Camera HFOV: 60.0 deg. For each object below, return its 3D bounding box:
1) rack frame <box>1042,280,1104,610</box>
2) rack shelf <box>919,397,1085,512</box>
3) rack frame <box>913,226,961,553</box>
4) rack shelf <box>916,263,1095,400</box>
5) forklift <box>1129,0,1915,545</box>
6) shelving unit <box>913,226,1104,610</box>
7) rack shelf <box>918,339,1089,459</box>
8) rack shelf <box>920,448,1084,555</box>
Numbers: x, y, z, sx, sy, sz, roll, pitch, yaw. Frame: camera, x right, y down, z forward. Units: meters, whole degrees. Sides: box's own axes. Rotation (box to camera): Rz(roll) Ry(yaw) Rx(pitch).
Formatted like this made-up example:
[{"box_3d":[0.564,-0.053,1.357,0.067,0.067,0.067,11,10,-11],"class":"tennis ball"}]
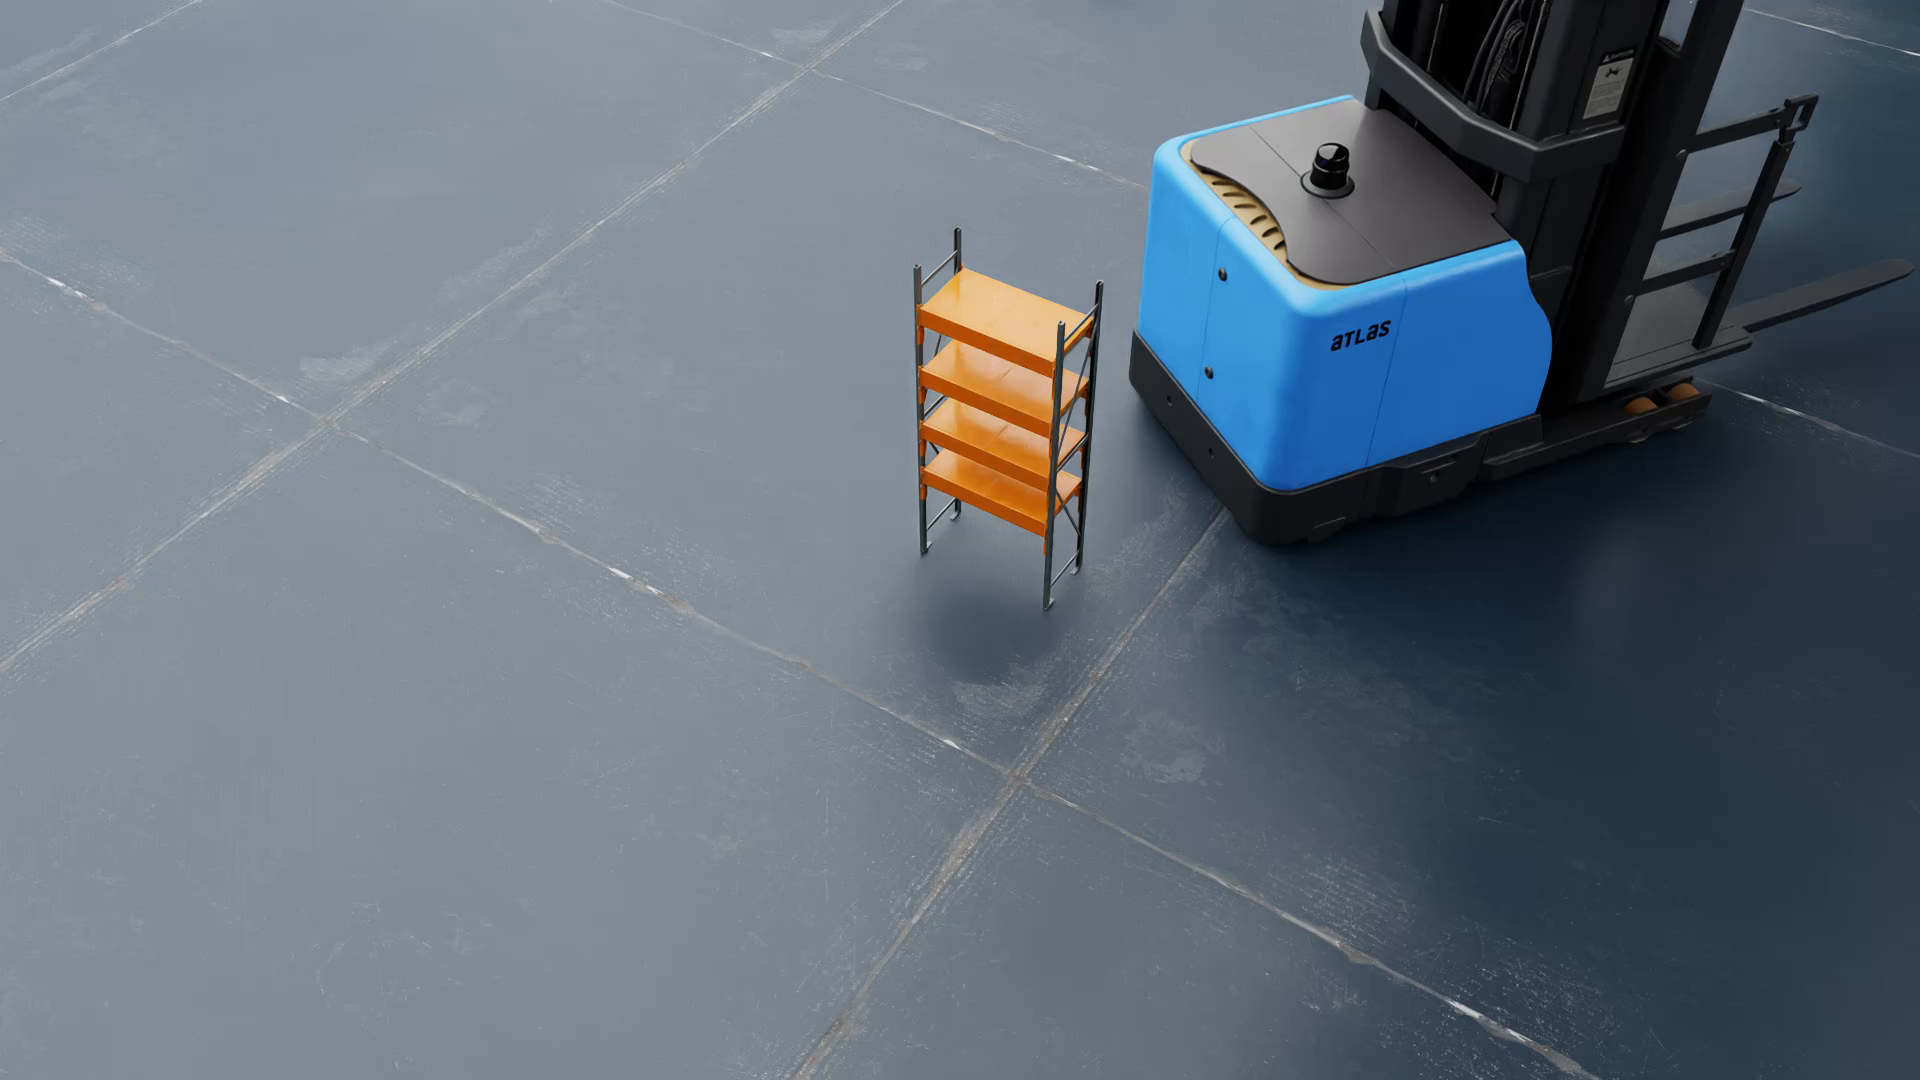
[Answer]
[{"box_3d":[0.345,-0.260,5.166,0.015,1.200,0.240,25,51,22],"class":"rack frame"},{"box_3d":[0.139,-0.307,5.306,0.480,0.148,0.258,25,51,22],"class":"rack shelf"},{"box_3d":[-0.066,-0.449,5.349,0.015,1.200,0.240,25,51,22],"class":"rack frame"},{"box_3d":[0.139,-0.628,4.976,0.480,0.148,0.258,25,51,22],"class":"rack shelf"},{"box_3d":[2.197,-1.709,5.367,3.031,2.935,1.130,-17,48,-16],"class":"forklift"},{"box_3d":[0.139,-0.354,5.257,0.503,1.200,0.258,25,51,22],"class":"shelving unit"},{"box_3d":[0.139,-0.463,5.145,0.480,0.148,0.258,25,51,22],"class":"rack shelf"},{"box_3d":[0.139,-0.169,5.448,0.480,0.148,0.258,25,51,22],"class":"rack shelf"}]
